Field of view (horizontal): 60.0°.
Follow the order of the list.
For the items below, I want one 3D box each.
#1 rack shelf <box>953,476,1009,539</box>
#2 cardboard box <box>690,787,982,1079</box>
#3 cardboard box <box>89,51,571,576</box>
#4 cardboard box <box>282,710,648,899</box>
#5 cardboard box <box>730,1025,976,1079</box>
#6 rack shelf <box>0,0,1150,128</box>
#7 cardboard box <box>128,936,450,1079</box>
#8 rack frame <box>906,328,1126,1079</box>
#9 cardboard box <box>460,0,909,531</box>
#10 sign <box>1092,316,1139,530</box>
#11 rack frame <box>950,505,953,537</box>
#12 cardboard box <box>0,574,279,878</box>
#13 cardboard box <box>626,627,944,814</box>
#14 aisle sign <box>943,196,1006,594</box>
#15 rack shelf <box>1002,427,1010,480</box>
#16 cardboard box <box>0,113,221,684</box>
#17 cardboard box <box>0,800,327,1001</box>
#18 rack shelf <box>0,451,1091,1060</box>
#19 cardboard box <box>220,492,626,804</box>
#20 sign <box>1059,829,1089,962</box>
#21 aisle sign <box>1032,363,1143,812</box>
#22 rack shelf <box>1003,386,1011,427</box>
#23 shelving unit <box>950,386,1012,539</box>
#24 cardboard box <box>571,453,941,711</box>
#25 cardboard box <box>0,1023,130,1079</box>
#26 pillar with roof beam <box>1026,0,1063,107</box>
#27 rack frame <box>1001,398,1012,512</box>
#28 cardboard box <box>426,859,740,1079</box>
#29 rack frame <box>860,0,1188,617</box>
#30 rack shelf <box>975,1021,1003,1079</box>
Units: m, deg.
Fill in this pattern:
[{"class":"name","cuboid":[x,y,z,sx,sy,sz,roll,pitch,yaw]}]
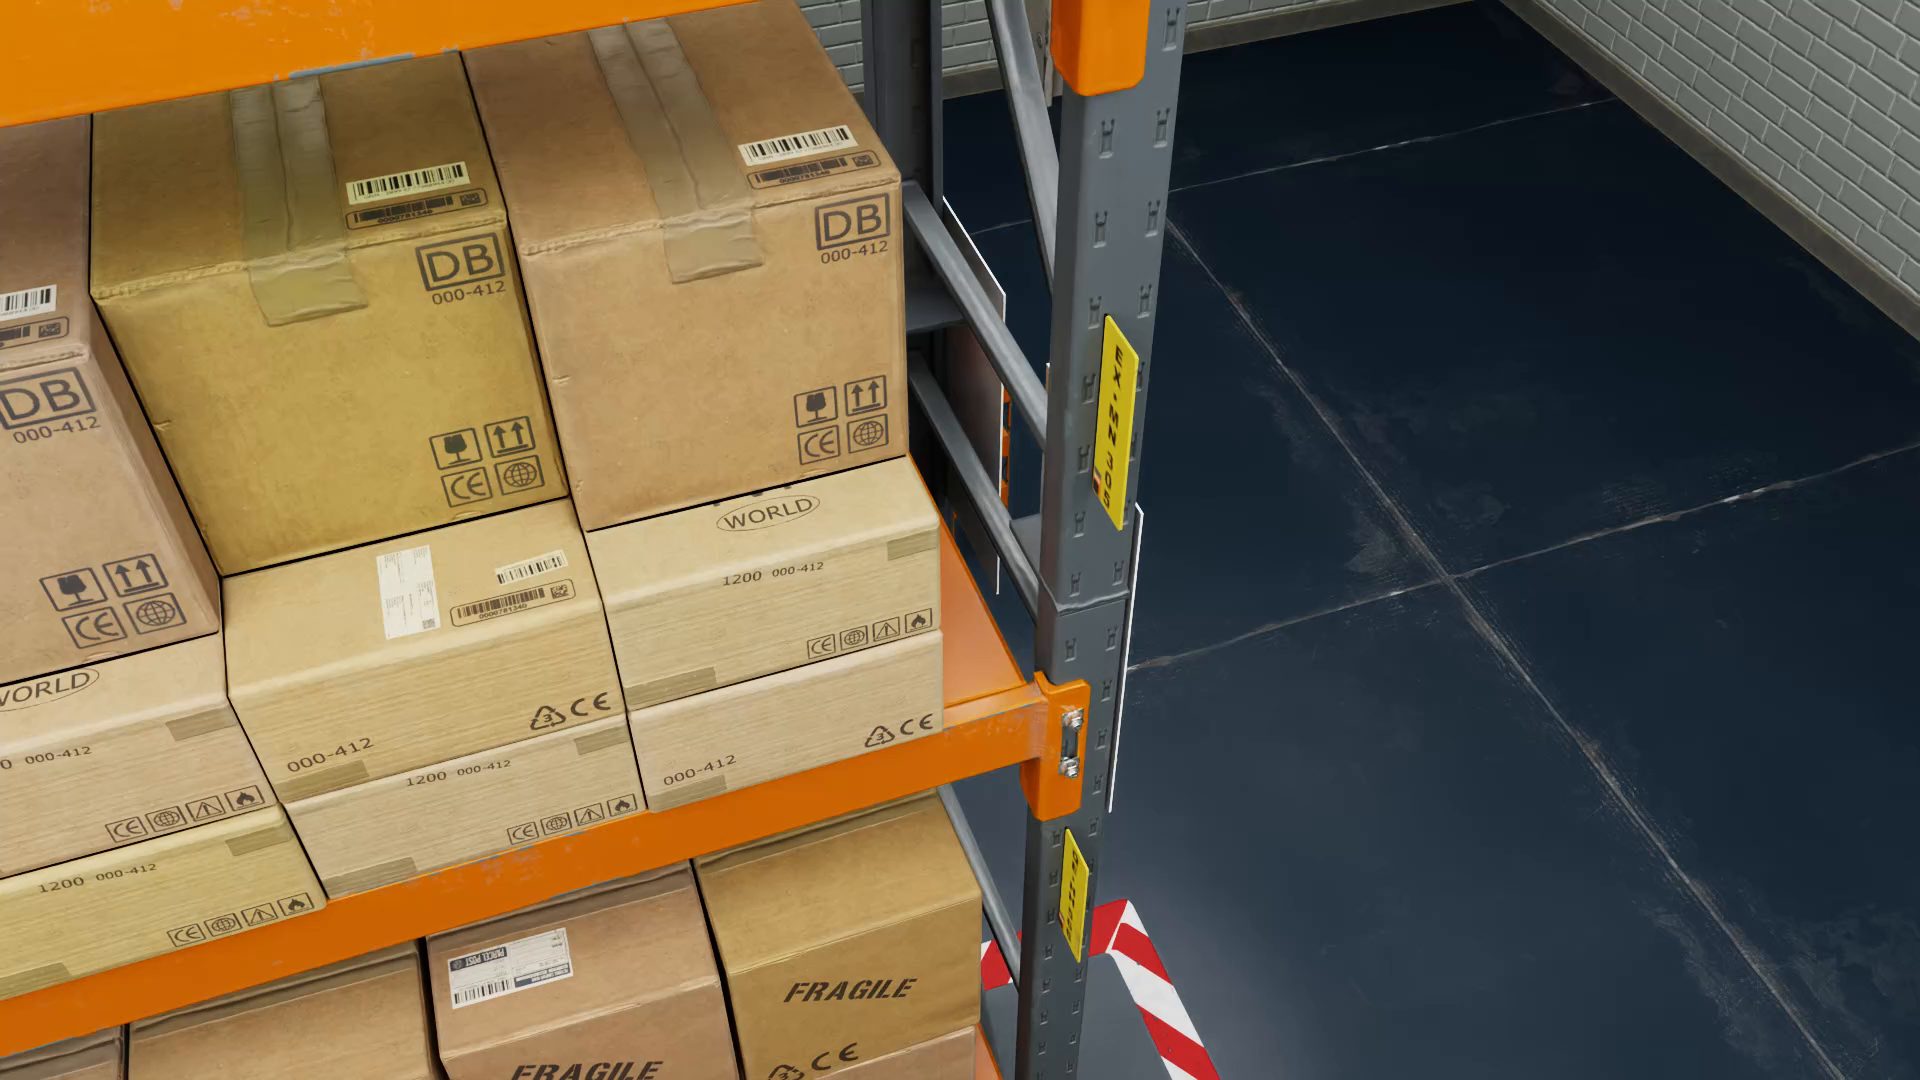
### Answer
[{"class":"rack shelf","cuboid":[0.050,-0.180,6.905,0.240,0.259,0.215,-14,47,-14]},{"class":"cardboard box","cuboid":[-0.276,0.738,3.429,0.500,0.500,0.500,-15,47,-14]},{"class":"cardboard box","cuboid":[-0.928,-0.413,2.458,0.500,0.500,0.700,-14,47,-14]},{"class":"cardboard box","cuboid":[-0.819,0.242,2.688,0.500,0.250,0.500,-14,47,-14]},{"class":"cardboard box","cuboid":[-0.280,1.090,3.785,0.500,0.500,0.500,-13,47,-13]},{"class":"rack shelf","cuboid":[-1.832,-0.545,1.760,4.000,0.370,1.077,-14,47,-14]},{"class":"cardboard box","cuboid":[-1.237,0.988,3.180,0.500,0.500,0.500,-13,47,-13]},{"class":"rack frame","cuboid":[0.049,0.836,4.108,0.127,3.000,1.000,-14,47,-14]},{"class":"cardboard box","cuboid":[-0.429,-0.477,2.522,0.500,0.500,0.700,-14,47,-14]},{"class":"sign","cuboid":[0.219,-0.161,2.359,0.005,0.325,0.100,-14,47,-14]},{"class":"rack frame","cuboid":[-0.064,-0.354,6.671,0.008,1.050,0.200,-14,47,-14]},{"class":"cardboard box","cuboid":[-1.289,0.185,2.392,0.500,0.250,0.500,-14,47,-14]},{"class":"cardboard box","cuboid":[-0.345,0.129,2.801,0.500,0.250,0.500,-14,47,-14]},{"class":"aisle sign","cuboid":[0.013,-0.294,3.399,0.004,0.787,0.394,-14,47,-14]},{"class":"rack shelf","cuboid":[0.050,-0.376,6.708,0.240,0.259,0.215,-14,47,-14]},{"class":"cardboard box","cuboid":[-1.362,-0.221,2.268,0.500,0.500,0.700,-14,47,-14]},{"class":"cardboard box","cuboid":[-1.285,0.371,2.560,0.500,0.250,0.500,-14,47,-14]},{"class":"rack shelf","cuboid":[-1.832,0.512,2.821,4.000,0.370,1.077,-14,47,-14]},{"class":"cardboard box","cuboid":[-0.818,0.068,2.509,0.500,0.250,0.500,-14,47,-14]},{"class":"sign","cuboid":[0.219,0.690,3.213,0.005,0.325,0.100,-14,47,-14]},{"class":"aisle sign","cuboid":[0.217,0.106,3.000,0.004,0.787,0.394,-14,47,-14]},{"class":"rack shelf","cuboid":[0.050,-0.576,6.507,0.240,0.259,0.215,-14,47,-14]},{"class":"shelving unit","cuboid":[0.050,-0.383,6.700,0.252,1.050,0.215,-14,47,-14]},{"class":"cardboard box","cuboid":[-0.348,-0.053,2.629,0.500,0.250,0.500,-14,47,-14]},{"class":"cardboard box","cuboid":[-1.720,1.112,3.057,0.500,0.500,0.500,-13,47,-13]},{"class":"pillar with roof beam","cuboid":[2.071,-2.938,3.635,0.400,9.000,9.100,-14,47,-14]},{"class":"rack frame","cuboid":[0.165,-0.413,6.730,0.008,1.050,0.200,-14,47,-14]},{"class":"cardboard box","cuboid":[-0.751,0.860,3.308,0.500,0.500,0.500,-13,47,-13]},{"class":"rack frame","cuboid":[0.049,-1.282,1.983,0.127,3.000,1.000,-14,47,-14]},{"class":"rack shelf","cuboid":[-1.832,1.571,3.884,4.000,0.370,1.077,-14,47,-14]}]
